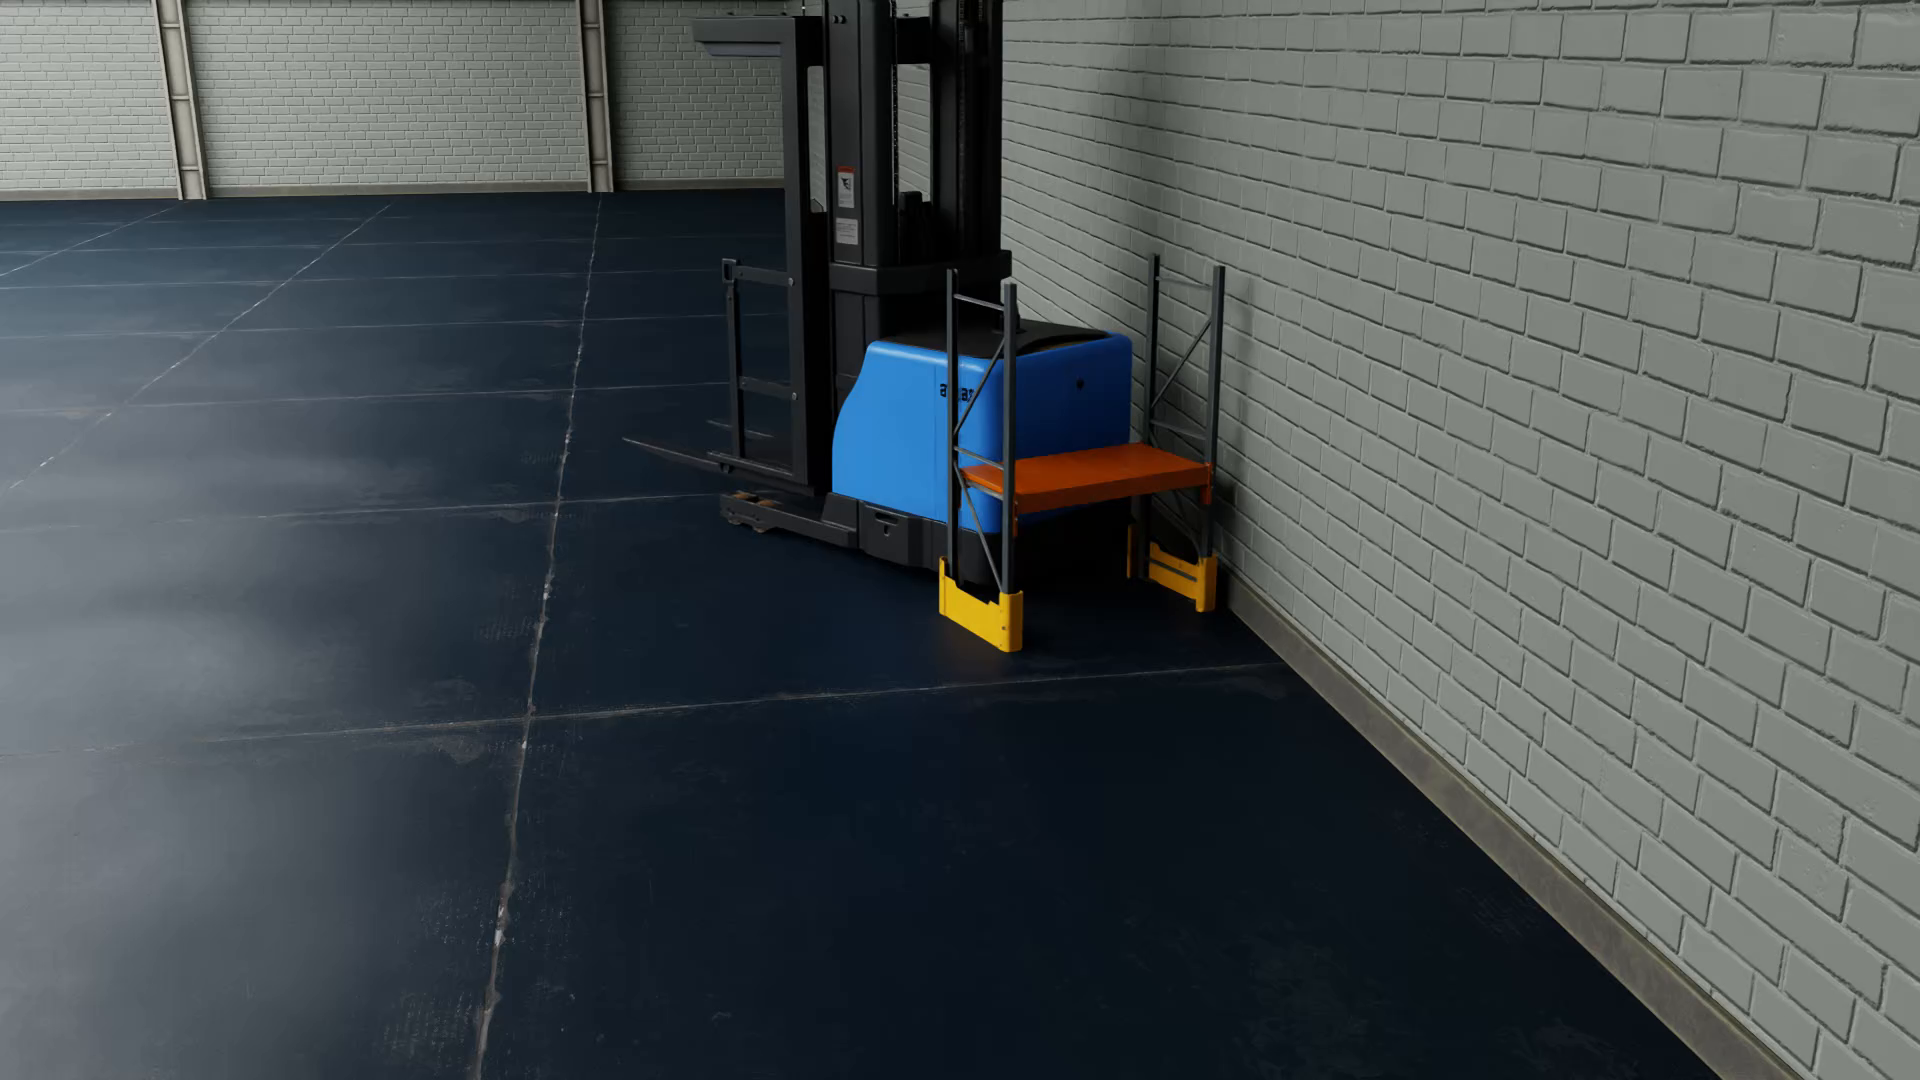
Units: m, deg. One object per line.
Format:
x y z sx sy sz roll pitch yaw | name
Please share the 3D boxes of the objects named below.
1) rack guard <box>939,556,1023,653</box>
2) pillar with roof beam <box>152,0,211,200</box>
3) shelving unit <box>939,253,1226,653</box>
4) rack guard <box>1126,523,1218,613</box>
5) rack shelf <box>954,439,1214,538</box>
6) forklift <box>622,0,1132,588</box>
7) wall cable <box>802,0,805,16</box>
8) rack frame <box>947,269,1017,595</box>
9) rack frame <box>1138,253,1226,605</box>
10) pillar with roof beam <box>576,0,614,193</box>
0.084 0.265 7.025 0.087 0.250 0.587 -10 19 -28 | rack guard
-10.721 -8.212 19.722 0.400 9.000 9.100 -3 17 -10 | pillar with roof beam
0.517 -0.405 7.077 1.083 1.500 0.587 -10 19 -28 | shelving unit
0.949 0.120 7.497 0.087 0.250 0.587 -10 19 -28 | rack guard
0.525 -0.235 7.134 1.000 0.185 0.538 -10 19 -28 | rack shelf
-0.592 -1.533 8.312 3.031 2.935 1.130 15 23 41 | forklift
-2.504 -8.086 24.600 0.112 2.526 3.097 -3 17 -10 | wall cable
0.083 -0.333 6.841 0.032 1.500 0.500 -10 19 -28 | rack frame
0.966 -0.481 7.322 0.032 1.500 0.500 -10 19 -28 | rack frame
-4.830 -8.546 20.810 0.400 9.000 9.100 -3 17 -10 | pillar with roof beam
